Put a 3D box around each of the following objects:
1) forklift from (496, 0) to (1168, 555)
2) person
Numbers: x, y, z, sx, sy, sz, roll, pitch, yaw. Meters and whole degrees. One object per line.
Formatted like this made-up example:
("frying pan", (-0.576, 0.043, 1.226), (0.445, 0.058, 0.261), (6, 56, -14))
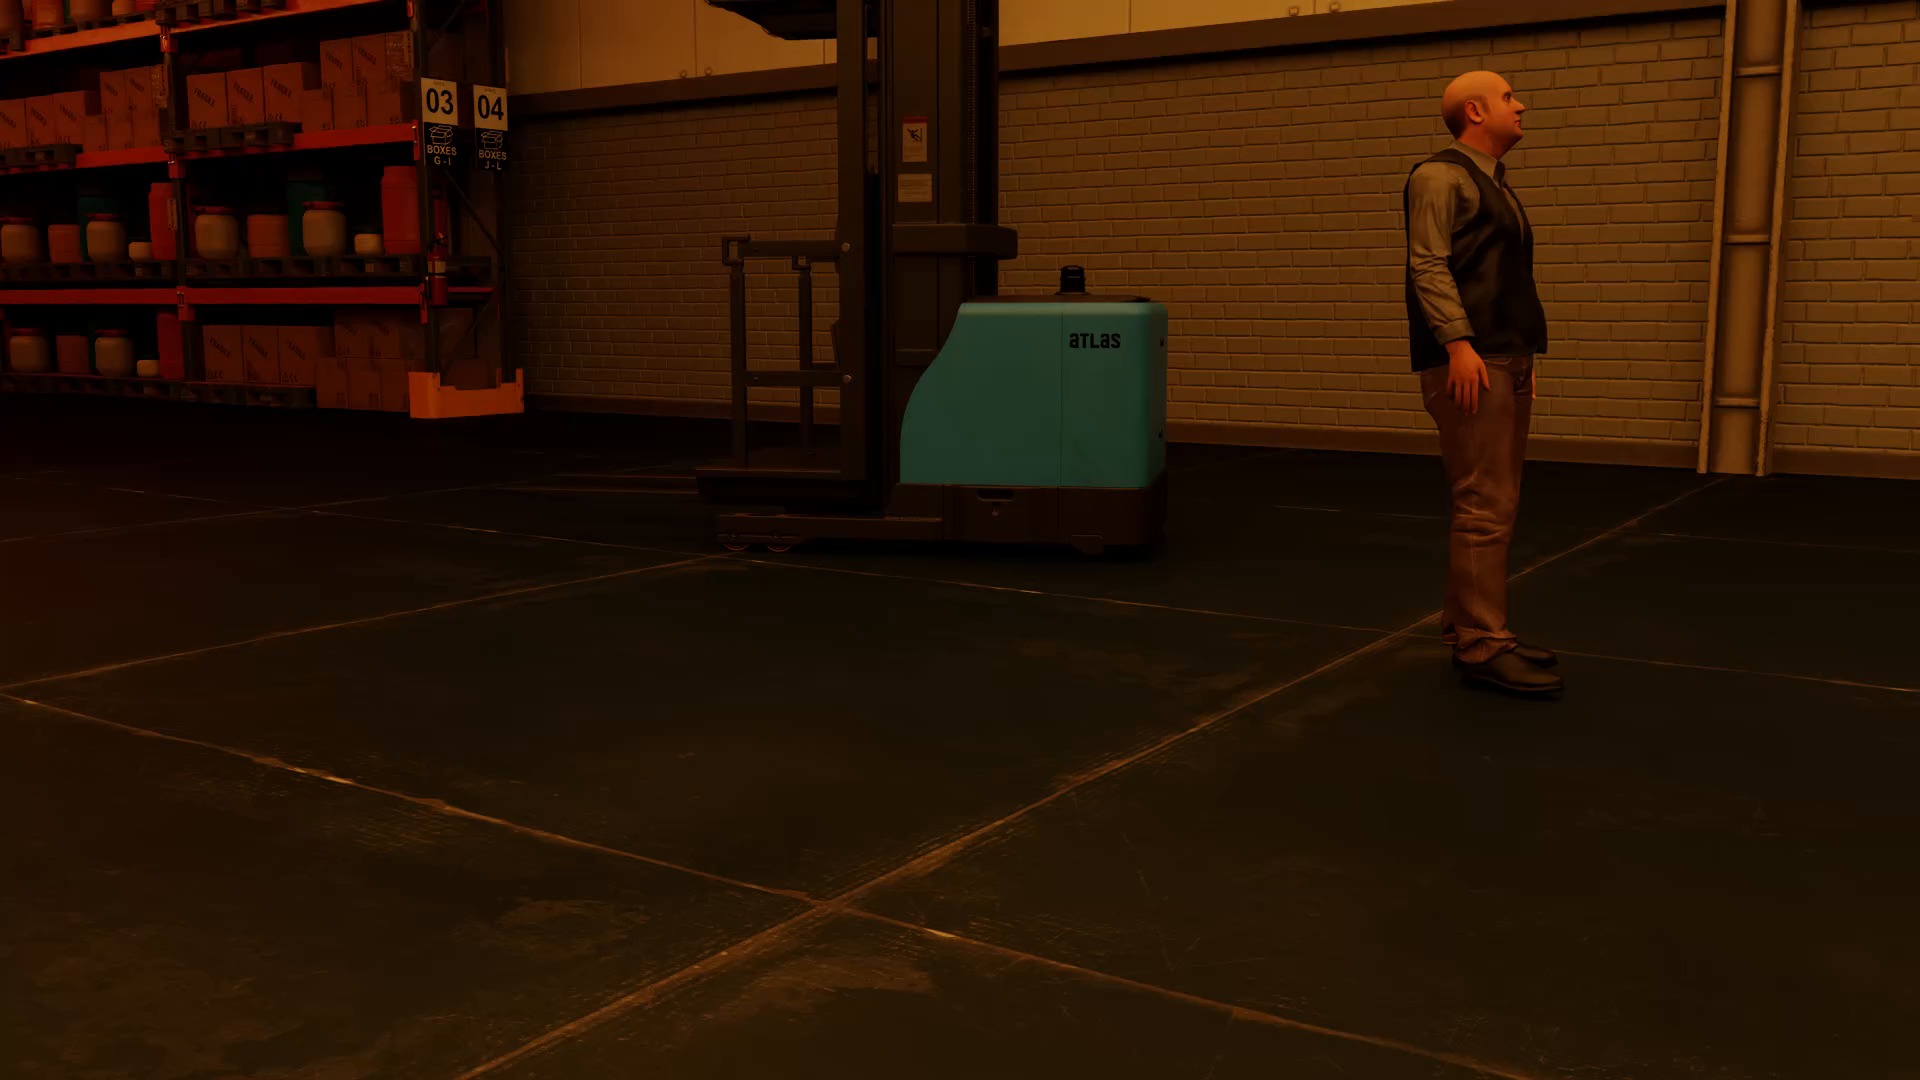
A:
("forklift", (-0.596, -1.469, 7.520), (3.031, 2.935, 1.130), (2, 8, 12))
("person", (1.562, -0.475, 4.779), (0.567, 1.721, 0.633), (6, 10, 35))
